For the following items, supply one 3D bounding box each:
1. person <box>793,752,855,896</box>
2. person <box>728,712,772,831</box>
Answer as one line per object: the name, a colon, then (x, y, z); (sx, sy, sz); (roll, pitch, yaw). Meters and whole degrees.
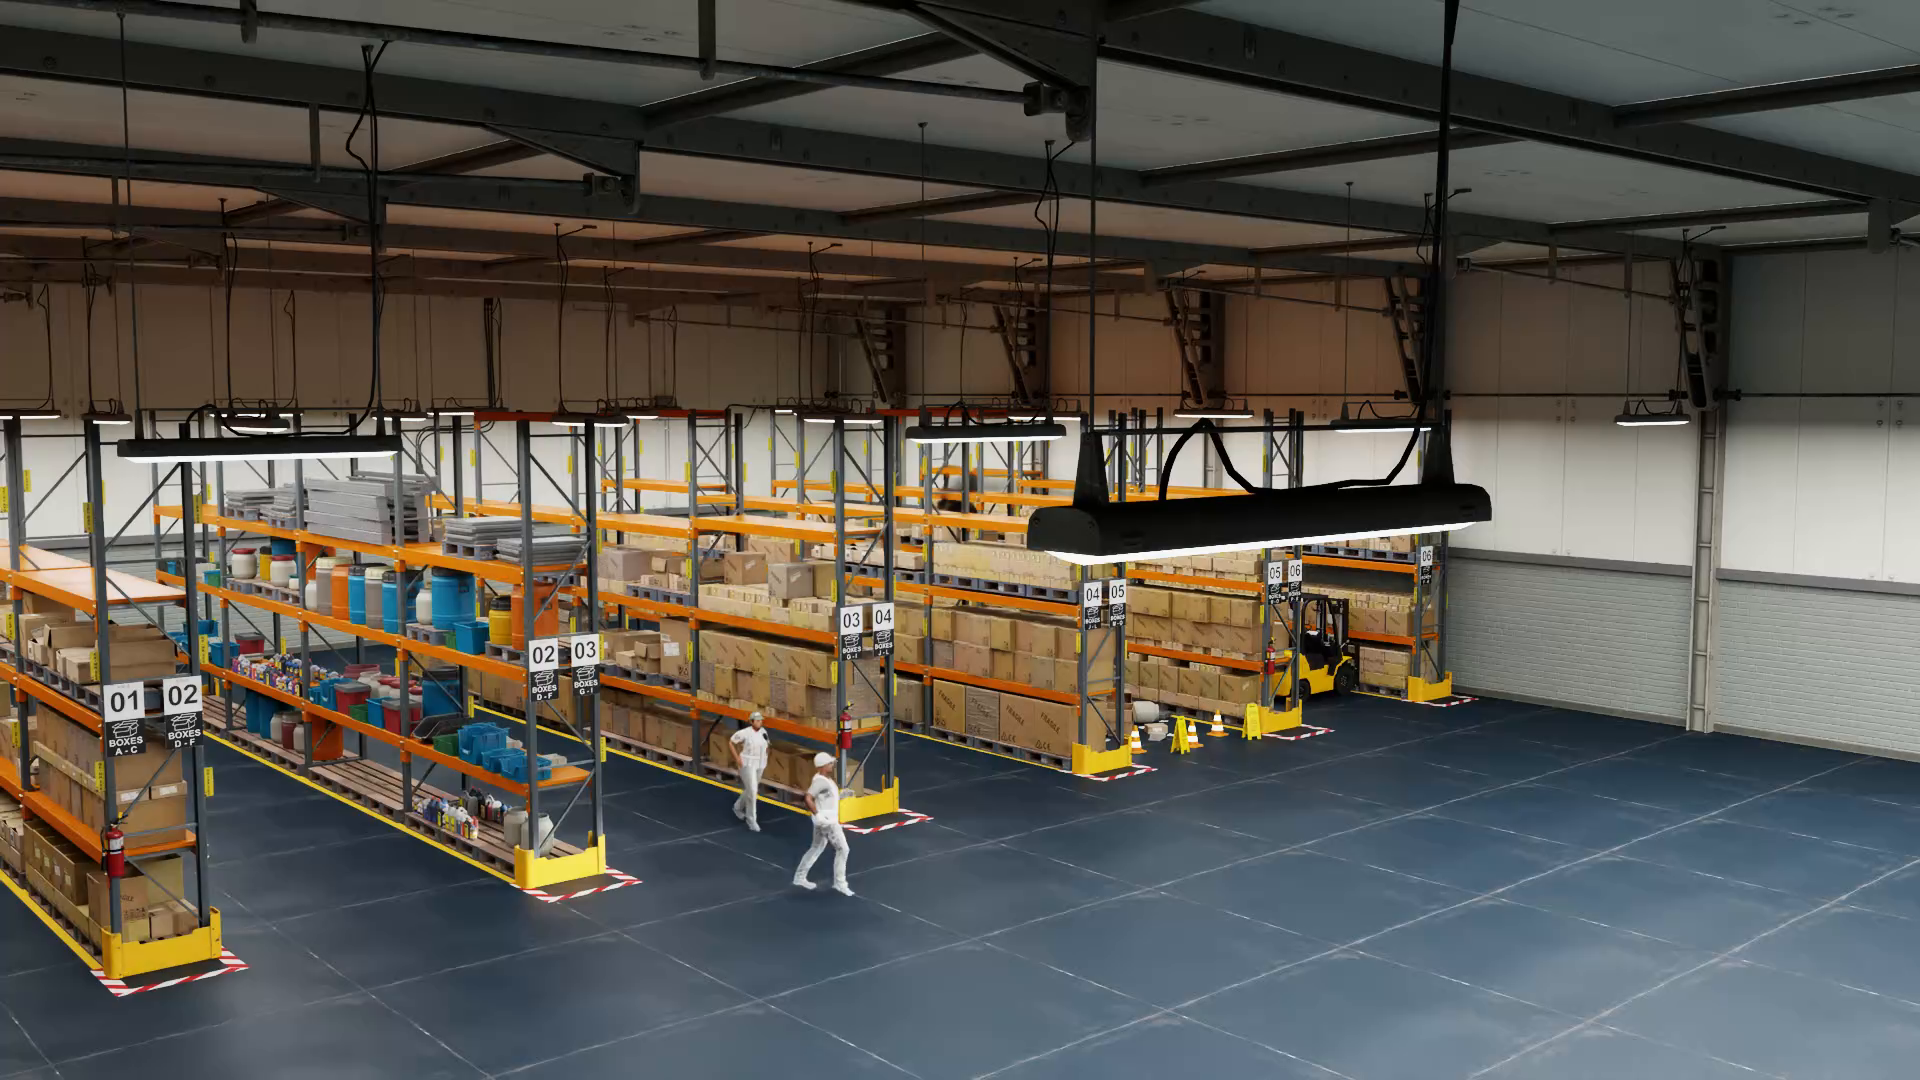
person: (-1.711, 3.594, 20.988); (0.803, 1.847, 0.669); (-1, 5, -14)
person: (-3.063, 3.372, 24.503); (0.801, 1.707, 0.618); (5, 7, 43)
